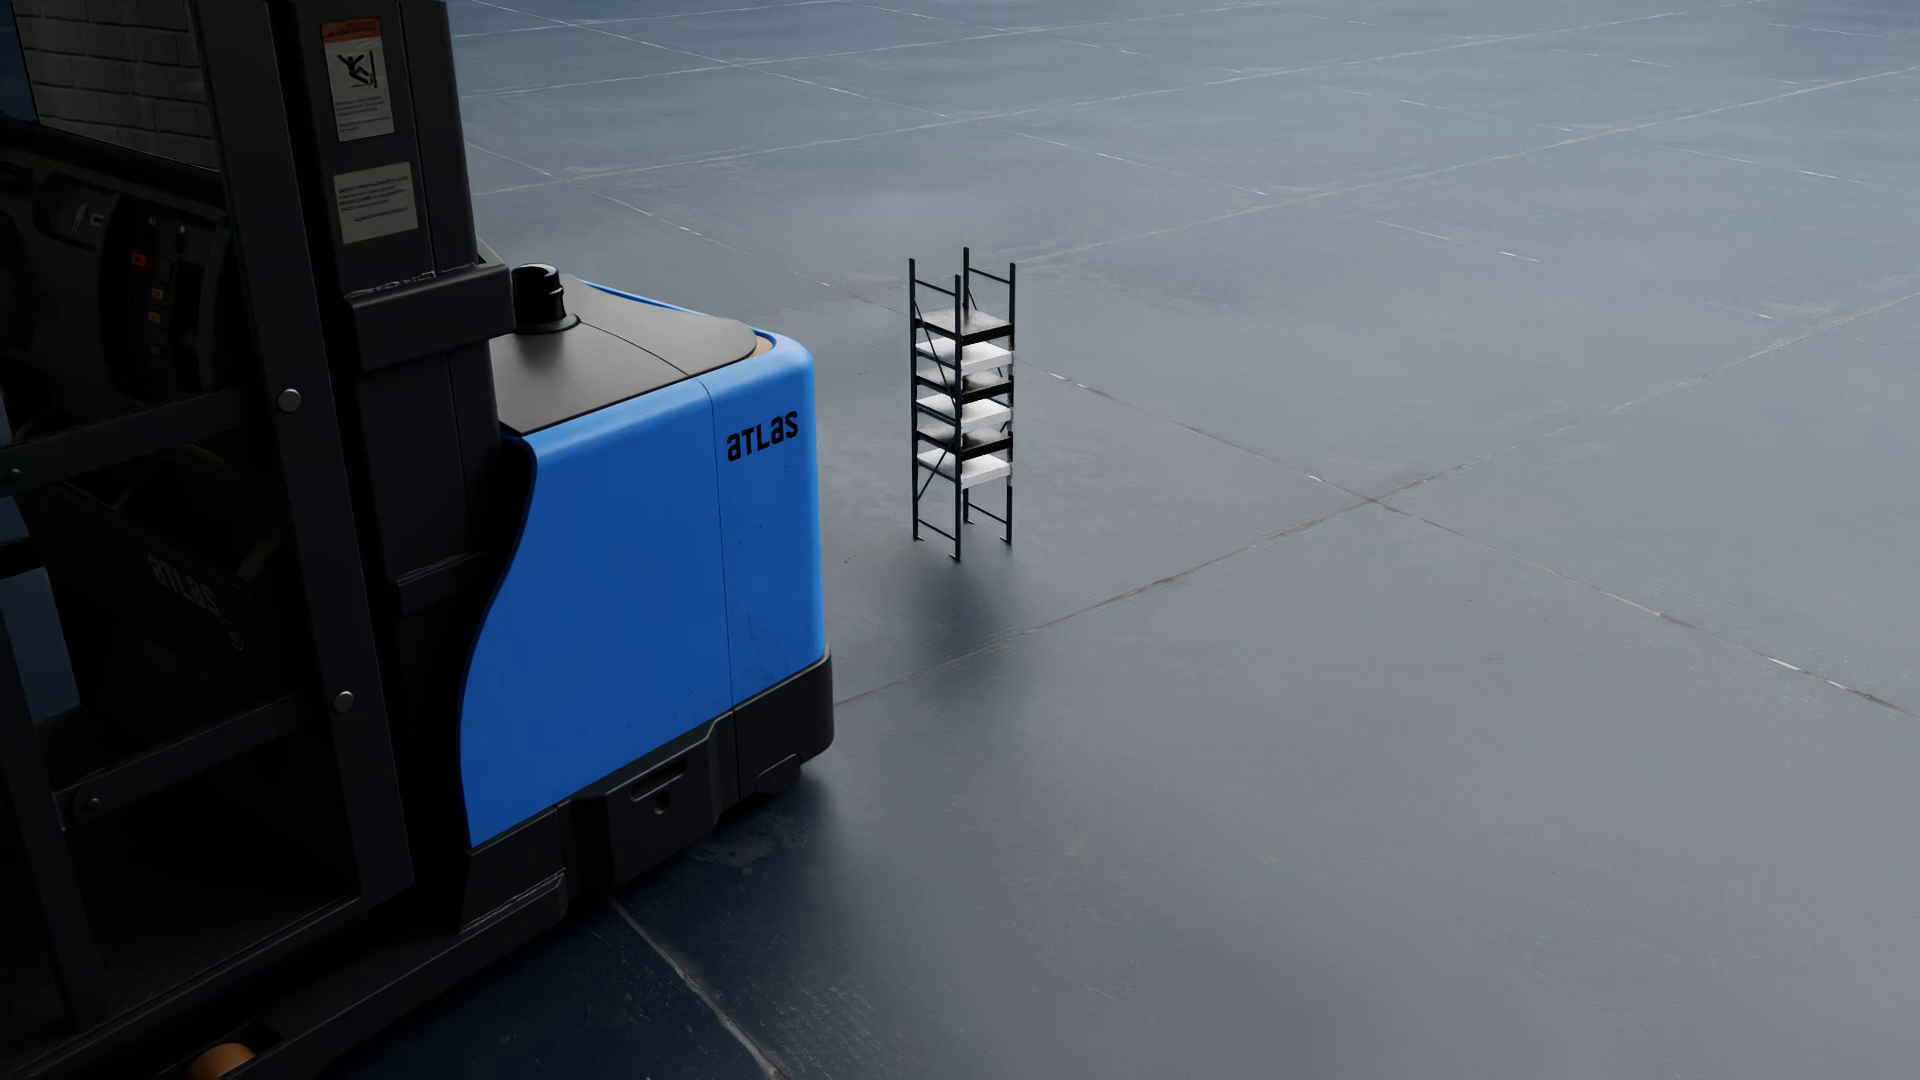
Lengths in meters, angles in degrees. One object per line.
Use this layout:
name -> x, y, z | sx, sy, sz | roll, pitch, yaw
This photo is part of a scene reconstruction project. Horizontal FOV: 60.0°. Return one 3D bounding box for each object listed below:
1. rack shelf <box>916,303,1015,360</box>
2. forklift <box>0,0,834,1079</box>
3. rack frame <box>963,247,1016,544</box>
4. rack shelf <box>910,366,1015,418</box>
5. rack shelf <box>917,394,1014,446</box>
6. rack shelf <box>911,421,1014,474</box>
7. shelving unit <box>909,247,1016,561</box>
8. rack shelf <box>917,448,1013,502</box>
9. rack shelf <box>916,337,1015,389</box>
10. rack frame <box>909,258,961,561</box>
rack shelf -> 0.006, -0.625, 4.965 | 0.200, 0.077, 0.258 | -18, 31, -34
forklift -> -1.629, -0.438, 2.711 | 1.130, 2.935, 3.031 | 19, 31, 35
rack frame -> 0.086, -0.437, 5.122 | 0.006, 0.900, 0.240 | -18, 31, -34
rack shelf -> 0.006, -0.462, 5.041 | 0.200, 0.077, 0.258 | -18, 31, -34
rack shelf -> 0.006, -0.380, 5.079 | 0.200, 0.077, 0.258 | -18, 31, -34
rack shelf -> 0.006, -0.298, 5.117 | 0.200, 0.077, 0.258 | -18, 31, -34
shelving unit -> 0.006, -0.410, 5.065 | 0.210, 0.900, 0.258 | -18, 31, -34
rack shelf -> 0.006, -0.217, 5.155 | 0.200, 0.077, 0.258 | -18, 31, -34
rack shelf -> 0.006, -0.543, 5.003 | 0.200, 0.077, 0.258 | -18, 31, -34
rack frame -> -0.074, -0.384, 5.008 | 0.006, 0.900, 0.240 | -18, 31, -34
